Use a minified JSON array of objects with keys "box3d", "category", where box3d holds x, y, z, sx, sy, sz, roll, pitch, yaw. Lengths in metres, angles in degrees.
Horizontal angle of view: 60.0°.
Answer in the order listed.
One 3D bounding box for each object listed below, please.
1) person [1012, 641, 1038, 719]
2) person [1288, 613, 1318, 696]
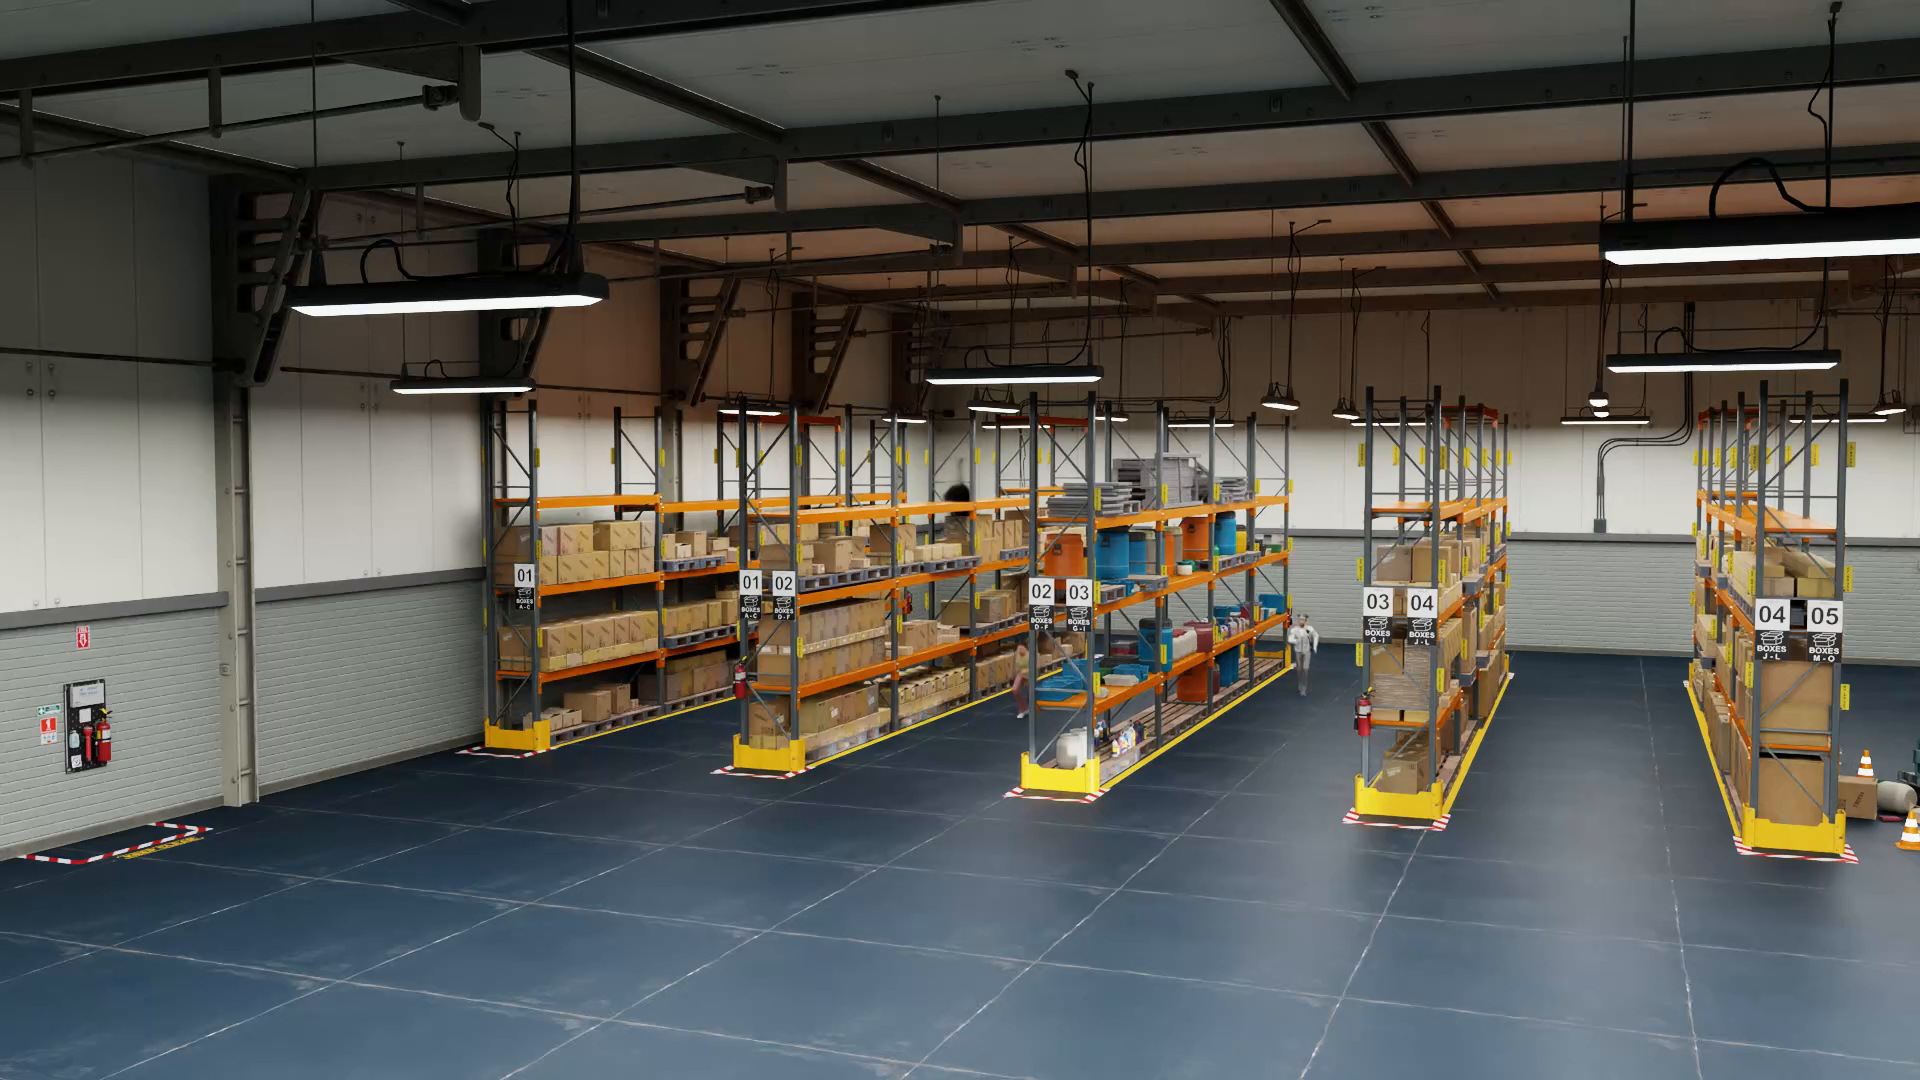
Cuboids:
[{"box3d":[1.301,2.651,32.029,0.586,1.501,1.038,1,3,24],"category":"person"},{"box3d":[7.272,2.410,35.283,0.597,1.741,0.844,1,3,19],"category":"person"}]
